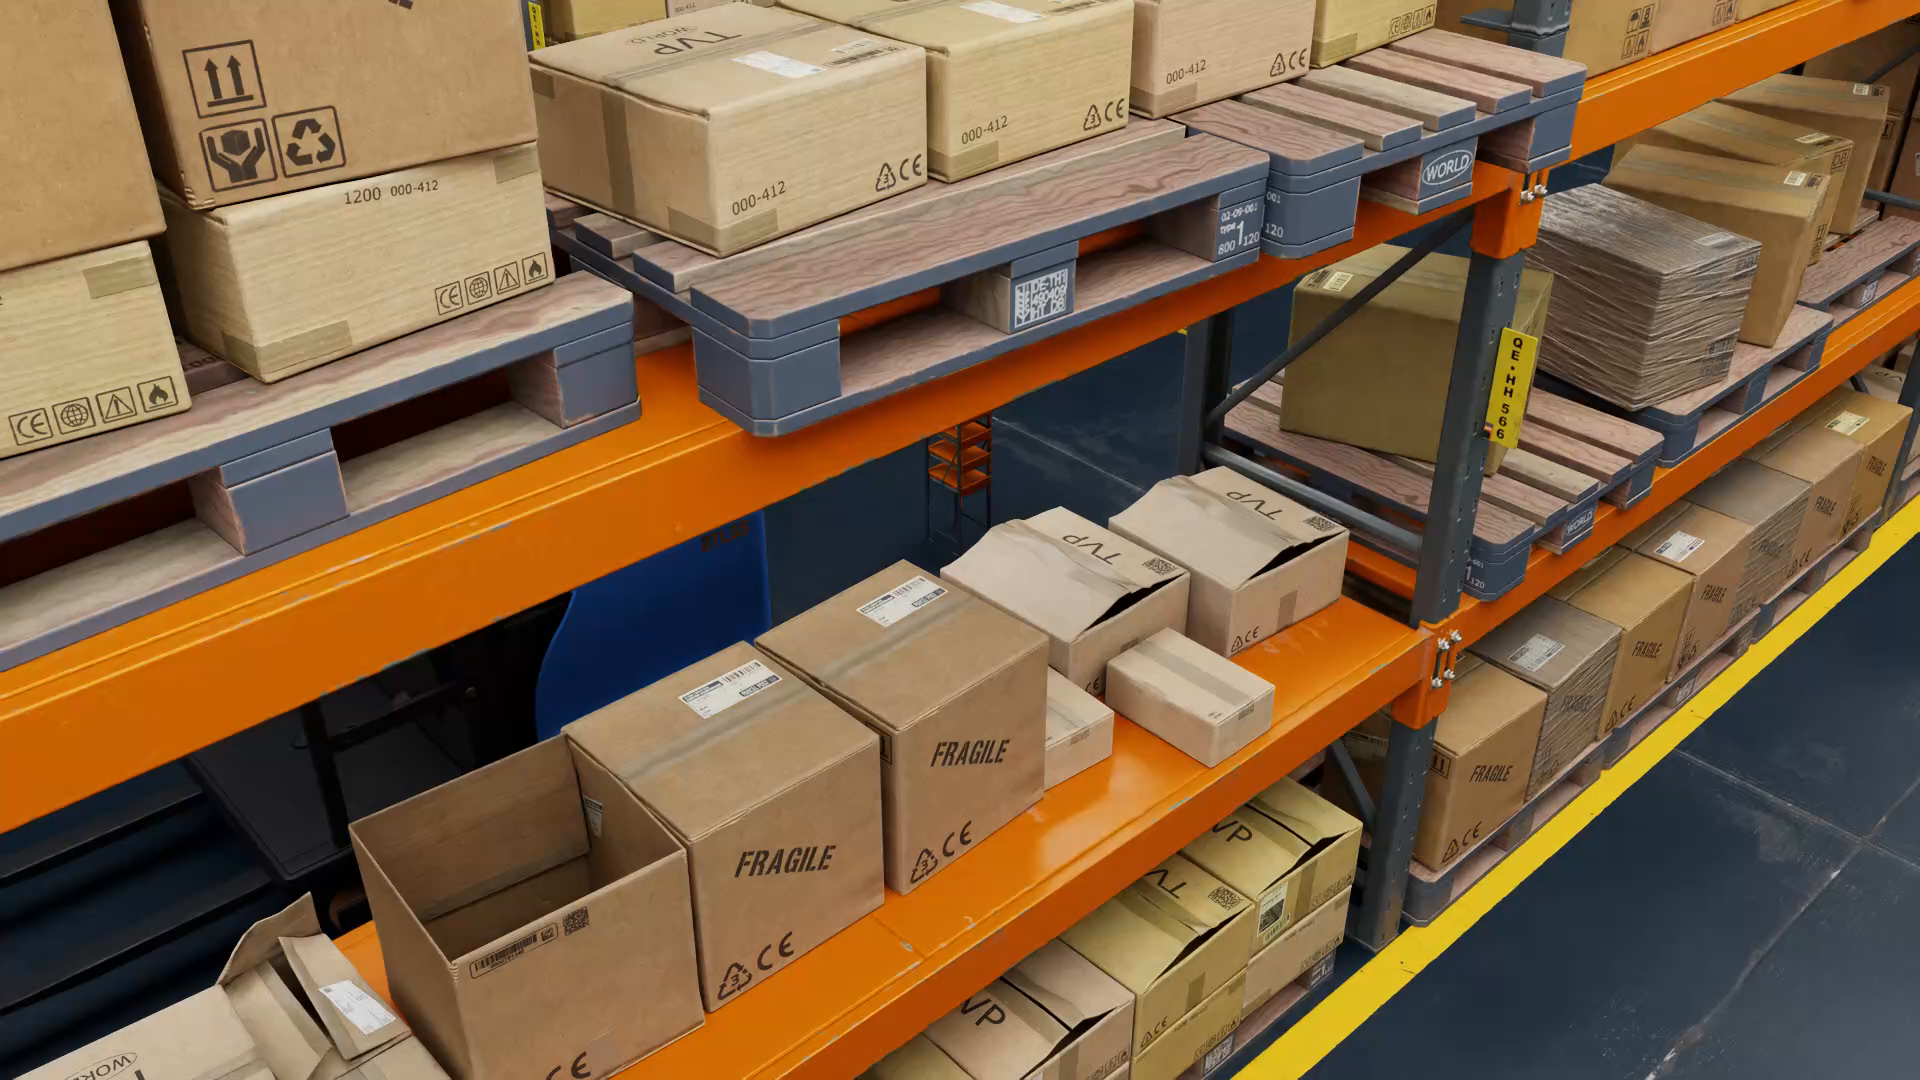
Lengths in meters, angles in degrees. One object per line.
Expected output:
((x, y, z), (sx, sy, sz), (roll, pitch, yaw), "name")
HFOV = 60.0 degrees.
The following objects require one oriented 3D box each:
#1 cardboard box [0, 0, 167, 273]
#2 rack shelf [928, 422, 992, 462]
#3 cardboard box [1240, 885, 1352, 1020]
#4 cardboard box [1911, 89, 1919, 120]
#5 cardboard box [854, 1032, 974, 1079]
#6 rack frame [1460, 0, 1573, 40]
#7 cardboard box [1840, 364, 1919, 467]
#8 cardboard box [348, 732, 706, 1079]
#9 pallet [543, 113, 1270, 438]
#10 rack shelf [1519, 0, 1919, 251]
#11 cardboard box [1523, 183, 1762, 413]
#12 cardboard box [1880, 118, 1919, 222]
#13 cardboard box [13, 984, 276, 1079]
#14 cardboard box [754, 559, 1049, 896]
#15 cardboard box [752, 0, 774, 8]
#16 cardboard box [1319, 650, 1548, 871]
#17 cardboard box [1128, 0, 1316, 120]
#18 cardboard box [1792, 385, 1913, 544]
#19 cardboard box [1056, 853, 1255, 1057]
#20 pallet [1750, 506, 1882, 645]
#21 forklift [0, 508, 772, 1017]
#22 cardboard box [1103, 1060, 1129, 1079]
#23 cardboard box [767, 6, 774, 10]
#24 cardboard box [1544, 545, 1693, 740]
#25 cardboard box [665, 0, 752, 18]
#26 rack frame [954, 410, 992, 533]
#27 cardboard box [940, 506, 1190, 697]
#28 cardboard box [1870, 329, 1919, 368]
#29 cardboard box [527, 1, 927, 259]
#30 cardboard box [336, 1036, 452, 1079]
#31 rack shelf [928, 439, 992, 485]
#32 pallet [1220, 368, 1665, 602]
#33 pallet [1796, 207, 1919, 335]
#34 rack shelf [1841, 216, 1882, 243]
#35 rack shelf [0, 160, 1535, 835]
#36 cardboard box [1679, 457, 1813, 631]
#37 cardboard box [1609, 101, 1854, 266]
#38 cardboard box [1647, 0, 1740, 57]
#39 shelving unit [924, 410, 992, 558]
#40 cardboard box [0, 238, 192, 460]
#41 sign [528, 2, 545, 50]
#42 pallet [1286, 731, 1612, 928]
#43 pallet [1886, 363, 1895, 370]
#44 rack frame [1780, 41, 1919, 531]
((-1.373, -0.617, 2.031), (0.500, 0.500, 0.500), (-25, 40, -35), "cardboard box")
((-0.011, -0.469, 7.452), (0.180, 0.103, 0.258), (-26, 40, -35), "rack shelf")
((0.861, 1.156, 5.217), (0.500, 0.250, 0.500), (-25, 39, -34), "cardboard box")
((4.551, -2.065, 7.198), (0.500, 0.500, 0.500), (-25, 39, -34), "cardboard box")
((-0.253, 1.459, 4.185), (0.500, 0.311, 0.500), (-25, 39, -34), "cardboard box")
((1.081, -2.677, 3.502), (0.127, 3.000, 1.000), (-26, 40, -35), "rack frame")
((4.469, -0.643, 8.082), (0.500, 0.311, 0.500), (-26, 40, -35), "cardboard box")
((-0.891, 0.805, 3.462), (0.500, 0.500, 0.500), (-23, 38, -32), "cardboard box")
((-0.174, -0.644, 3.234), (1.213, 0.211, 1.003), (-24, 39, -33), "pallet")
((2.548, -1.800, 5.633), (4.000, 0.370, 1.077), (-26, 40, -35), "rack shelf")
((2.267, -0.857, 5.778), (0.500, 0.500, 0.700), (-18, 36, -27), "cardboard box")
((4.573, -1.656, 7.487), (0.500, 0.500, 0.500), (-25, 39, -34), "cardboard box")
((-1.521, 1.174, 3.099), (0.500, 0.250, 0.500), (-23, 38, -33), "cardboard box")
((-0.138, 0.441, 4.058), (0.500, 0.500, 0.500), (27, 40, 36), "cardboard box")
((-1.024, -2.942, 8.566), (0.500, 0.250, 0.500), (-26, 40, -35), "cardboard box")
((1.609, 0.709, 5.690), (0.500, 0.500, 0.500), (-24, 39, -34), "cardboard box")
((0.415, -1.137, 3.601), (0.500, 0.250, 0.500), (-25, 39, -34), "cardboard box")
((3.847, -0.373, 7.459), (0.500, 0.500, 0.500), (-26, 40, -36), "cardboard box")
((0.488, 1.104, 4.765), (0.500, 0.311, 0.500), (-27, 40, -36), "cardboard box")
((3.443, -0.044, 7.620), (1.213, 0.211, 1.003), (-26, 40, -35), "pallet")
((-2.146, -0.235, 5.325), (3.031, 2.935, 1.130), (-25, 39, -35), "forklift")
((0.115, 1.518, 4.626), (0.500, 0.250, 0.500), (-25, 39, -34), "cardboard box")
((-1.005, -2.622, 8.762), (0.500, 0.500, 0.500), (-26, 40, -36), "cardboard box")
((2.360, 0.345, 6.285), (0.500, 0.500, 0.500), (-26, 40, -36), "cardboard box")
((-1.388, -2.763, 8.274), (0.500, 0.250, 0.500), (-26, 40, -36), "cardboard box")
((0.056, -0.539, 7.482), (0.006, 1.200, 0.240), (-26, 40, -35), "rack frame")
((0.294, 0.163, 4.693), (0.500, 0.311, 0.500), (-26, 40, -36), "cardboard box")
((4.789, -1.154, 8.917), (0.500, 0.311, 0.500), (-26, 40, -35), "cardboard box")
((-0.408, -0.749, 2.965), (0.500, 0.250, 0.500), (25, 40, 35), "cardboard box")
((-1.063, 1.172, 3.199), (0.250, 0.149, 0.380), (-26, 40, -35), "cardboard box")
((-0.011, -0.366, 7.514), (0.180, 0.103, 0.258), (-26, 40, -35), "rack shelf")
((1.530, -0.303, 5.554), (1.003, 0.211, 1.213), (-26, 40, -35), "pallet")
((3.354, -1.213, 7.042), (1.213, 0.211, 1.003), (-26, 40, -35), "pallet")
((5.481, -1.939, 8.735), (4.000, 0.370, 1.077), (-26, 40, -35), "rack shelf")
((-0.385, -0.381, 3.312), (4.000, 0.370, 1.077), (-26, 40, -35), "rack shelf")
((3.111, -0.023, 6.887), (0.500, 0.500, 0.500), (-25, 39, -35), "cardboard box")
((3.054, -1.408, 6.678), (0.500, 0.500, 0.700), (-19, 36, -28), "cardboard box")
((1.752, -1.789, 4.829), (0.500, 0.500, 0.910), (-26, 40, -35), "cardboard box")
((-0.011, -0.507, 7.429), (0.189, 1.200, 0.258), (-26, 40, -35), "shelving unit")
((-1.394, -0.309, 2.245), (0.500, 0.250, 0.500), (-21, 37, -31), "cardboard box")
((-1.914, -2.267, 7.549), (0.005, 0.325, 0.100), (-26, 40, -35), "sign")
((1.654, 0.822, 6.204), (1.213, 0.211, 1.003), (-26, 40, -35), "pallet")
((5.413, -1.025, 9.224), (1.213, 0.211, 1.003), (-26, 40, -35), "pallet")
((4.014, -1.537, 7.388), (0.127, 3.000, 1.000), (-26, 40, -35), "rack frame")
